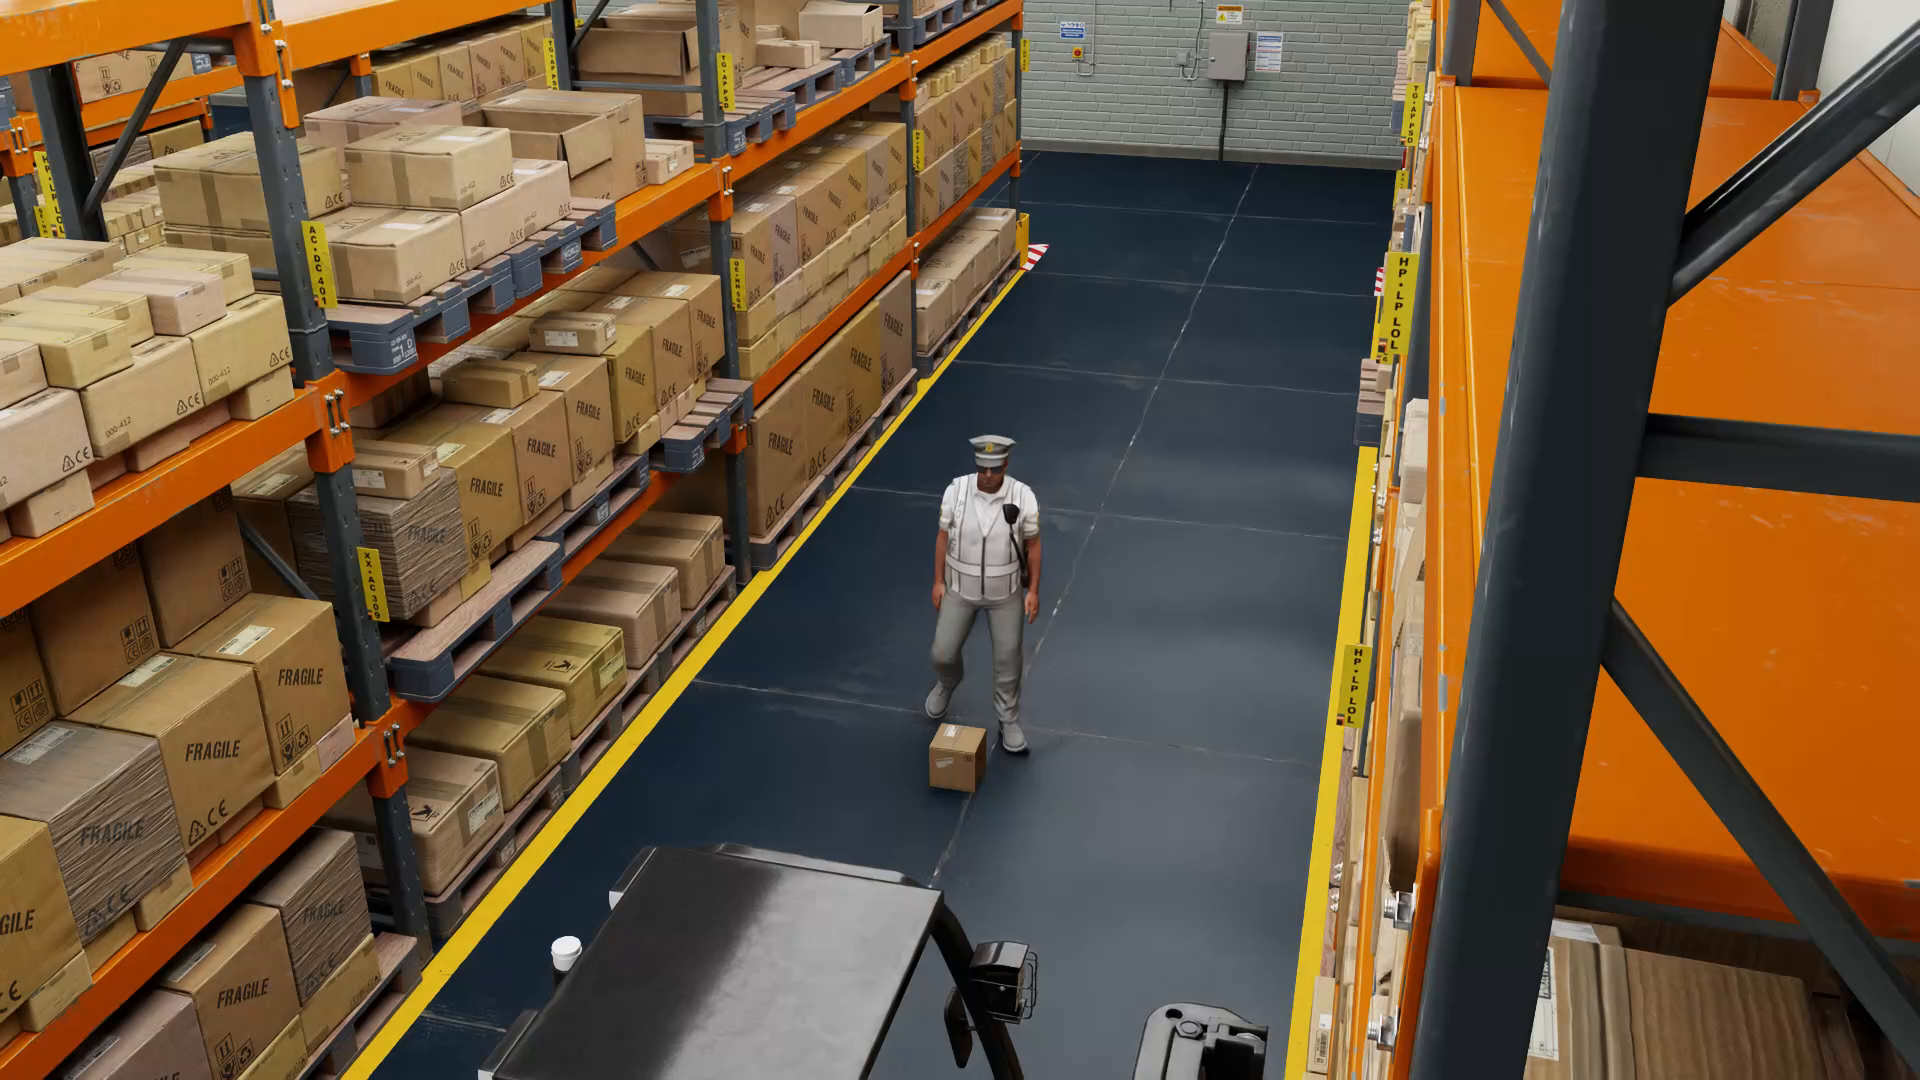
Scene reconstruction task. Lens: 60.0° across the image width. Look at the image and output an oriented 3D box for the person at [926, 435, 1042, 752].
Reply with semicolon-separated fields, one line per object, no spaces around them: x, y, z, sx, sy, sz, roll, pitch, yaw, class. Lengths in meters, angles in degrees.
0.119;0.252;9.006;0.638;1.761;0.585;1;25;3;person
